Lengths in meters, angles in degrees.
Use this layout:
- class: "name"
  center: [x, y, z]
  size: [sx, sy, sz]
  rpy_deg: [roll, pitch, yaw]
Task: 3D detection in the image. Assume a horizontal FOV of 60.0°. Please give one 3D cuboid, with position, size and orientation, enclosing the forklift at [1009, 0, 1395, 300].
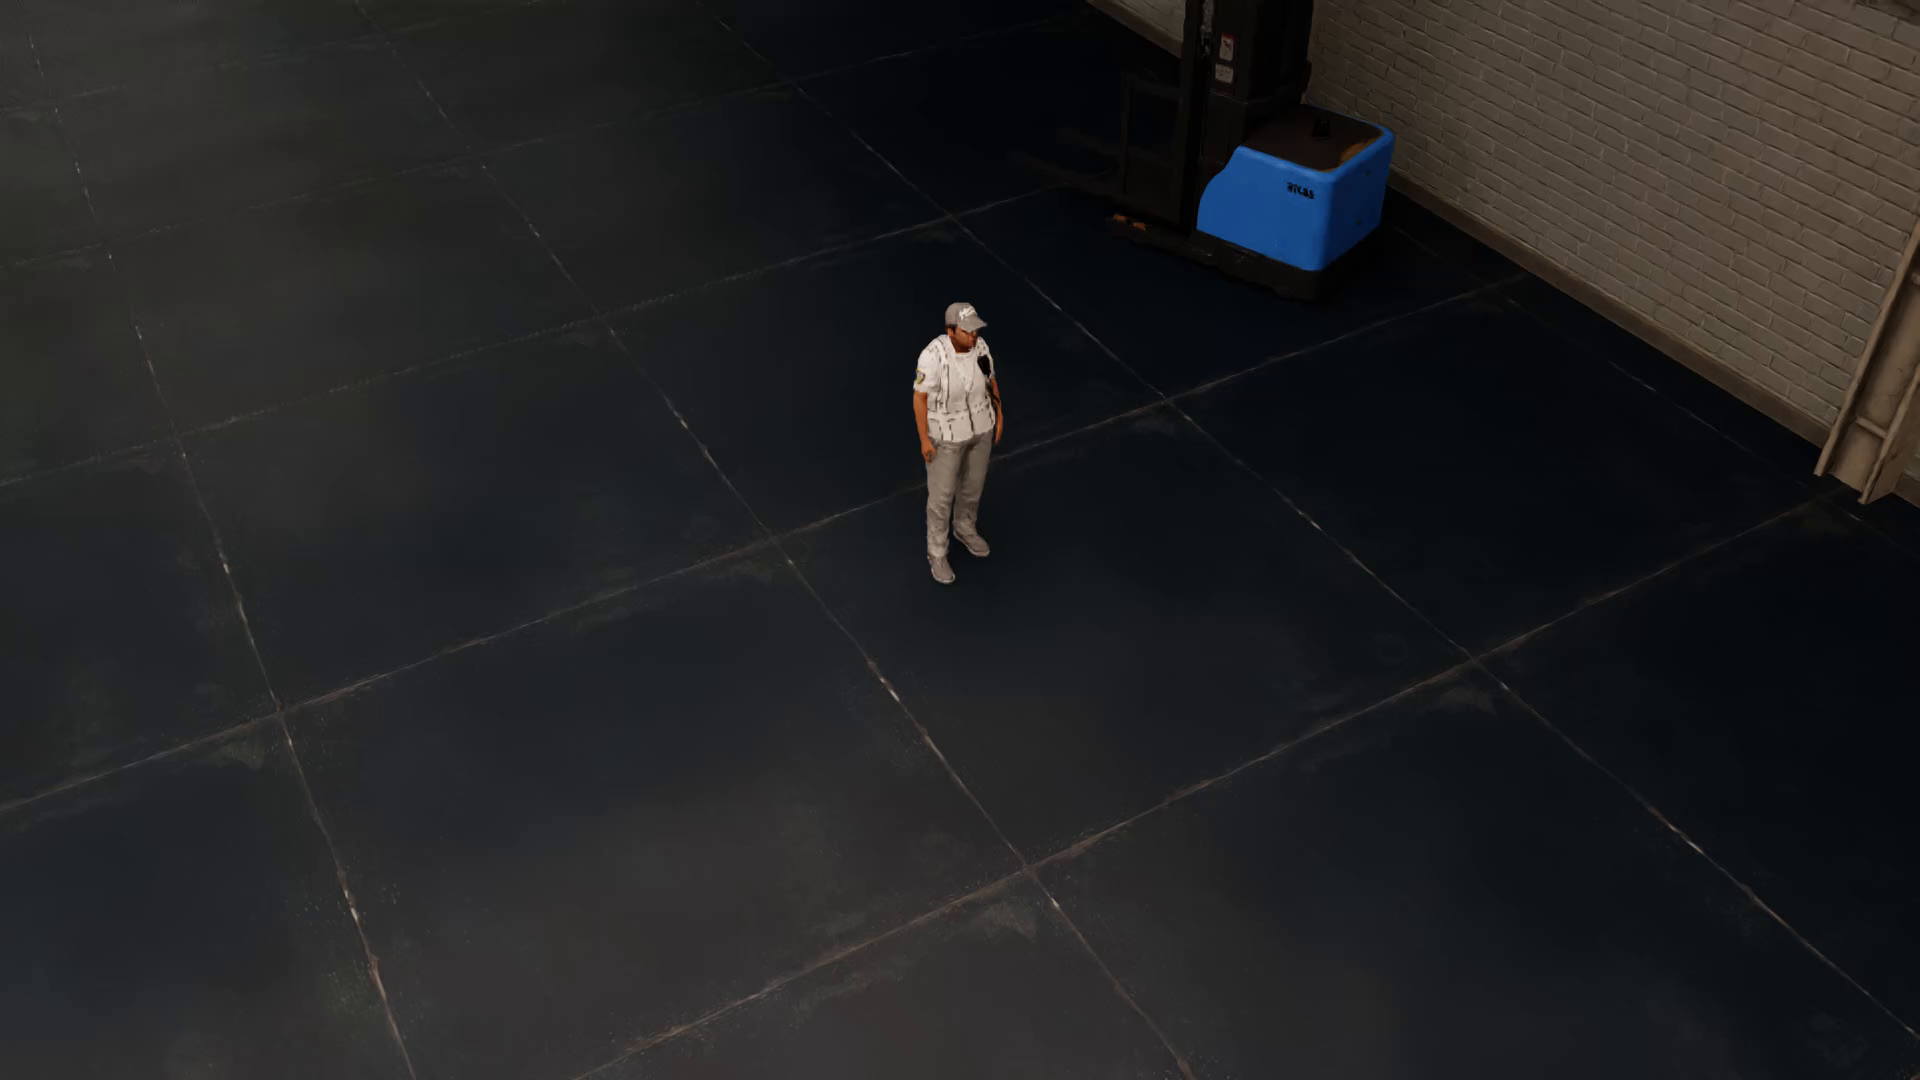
- class: "forklift"
  center: [1.785, -3.704, 12.501]
  size: [3.031, 2.935, 1.130]
  rpy_deg: [28, 47, 30]

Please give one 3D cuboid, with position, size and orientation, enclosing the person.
- class: "person"
  center: [0.019, -0.597, 9.736]
  size: [0.598, 1.669, 0.529]
  rpy_deg: [-20, 44, -23]
